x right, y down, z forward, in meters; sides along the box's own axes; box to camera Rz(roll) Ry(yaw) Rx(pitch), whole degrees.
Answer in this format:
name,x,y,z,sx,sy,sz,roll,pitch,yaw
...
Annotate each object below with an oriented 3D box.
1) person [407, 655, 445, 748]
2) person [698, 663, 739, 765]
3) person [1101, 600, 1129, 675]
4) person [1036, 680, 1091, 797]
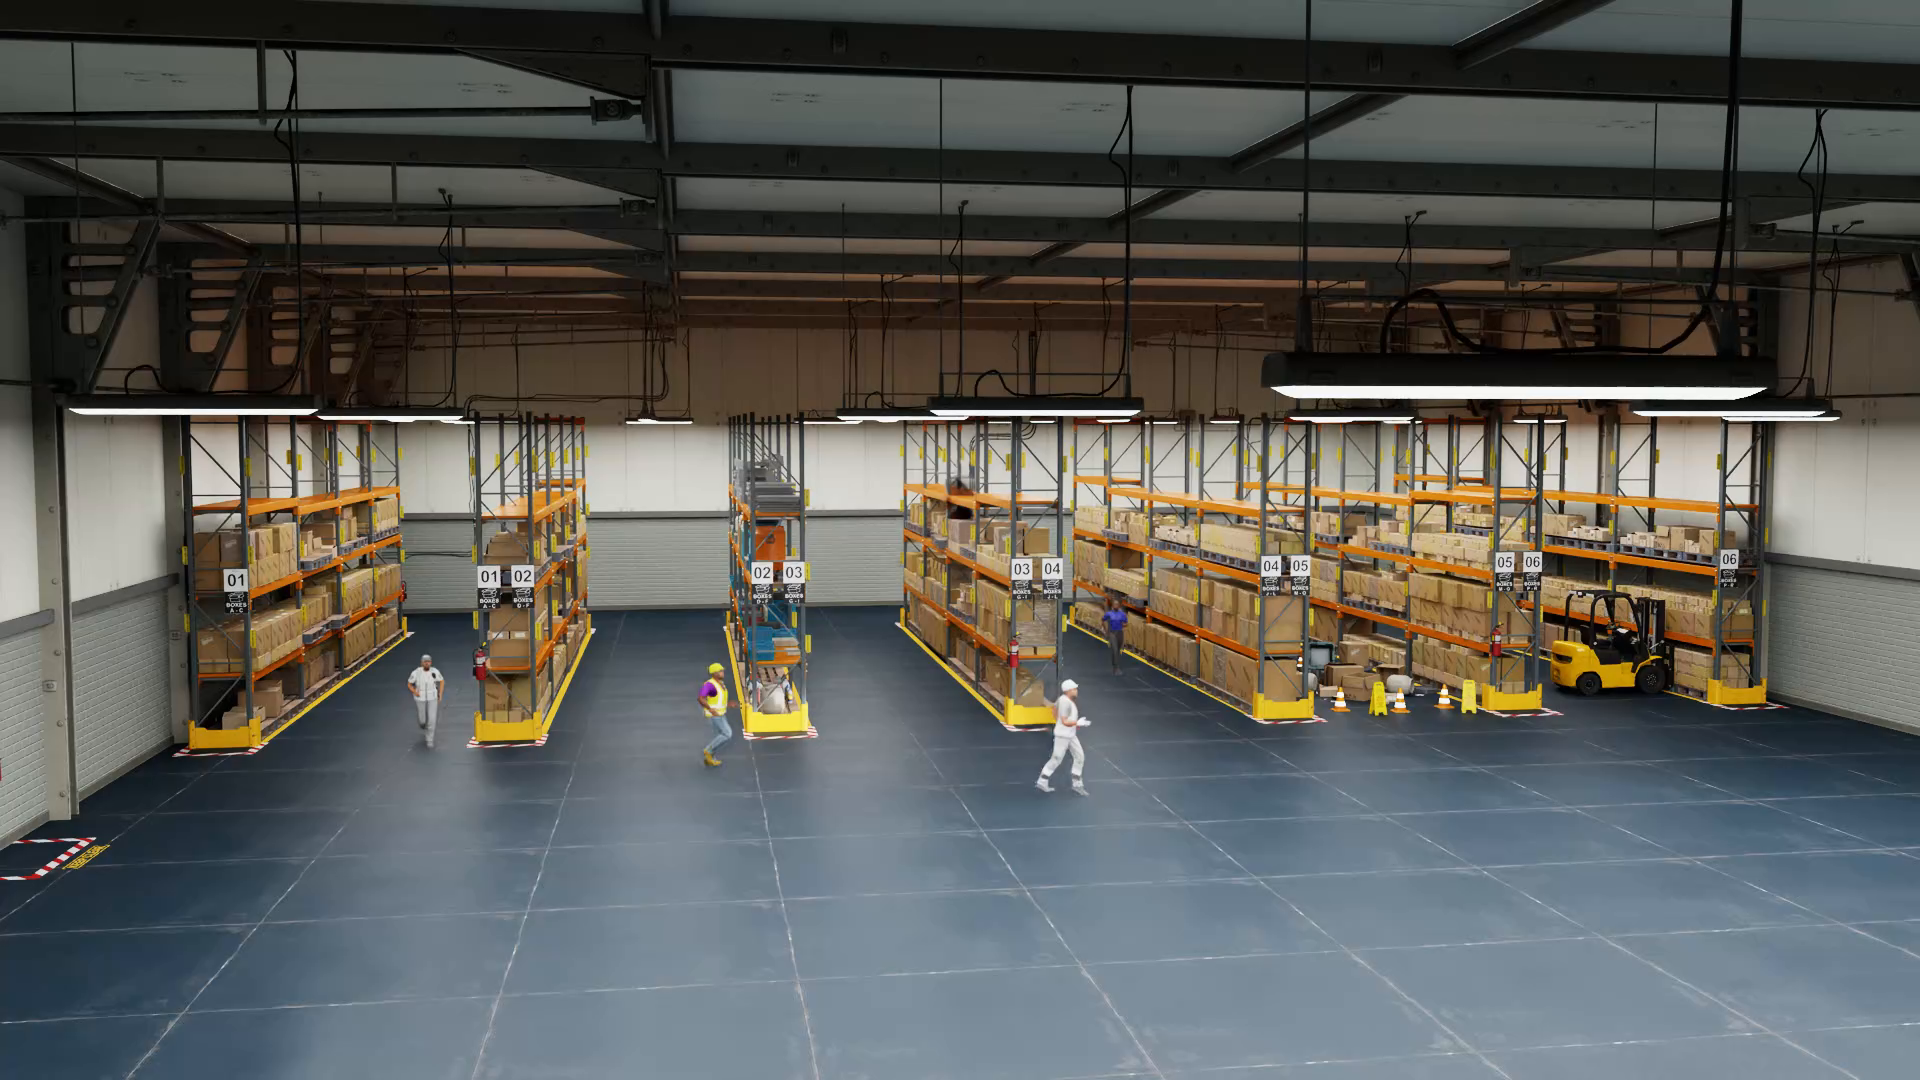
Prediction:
name,x,y,z,sx,sy,sz,roll,pitch,yaw
person,-9.617,2.885,29.953,0.627,1.655,0.680,-1,4,-18
person,-4.056,2.940,28.045,0.591,1.720,0.676,1,4,9
person,3.489,2.174,37.252,0.579,1.672,0.931,-1,4,-14
person,1.616,3.075,25.753,0.865,1.832,0.592,1,4,18
